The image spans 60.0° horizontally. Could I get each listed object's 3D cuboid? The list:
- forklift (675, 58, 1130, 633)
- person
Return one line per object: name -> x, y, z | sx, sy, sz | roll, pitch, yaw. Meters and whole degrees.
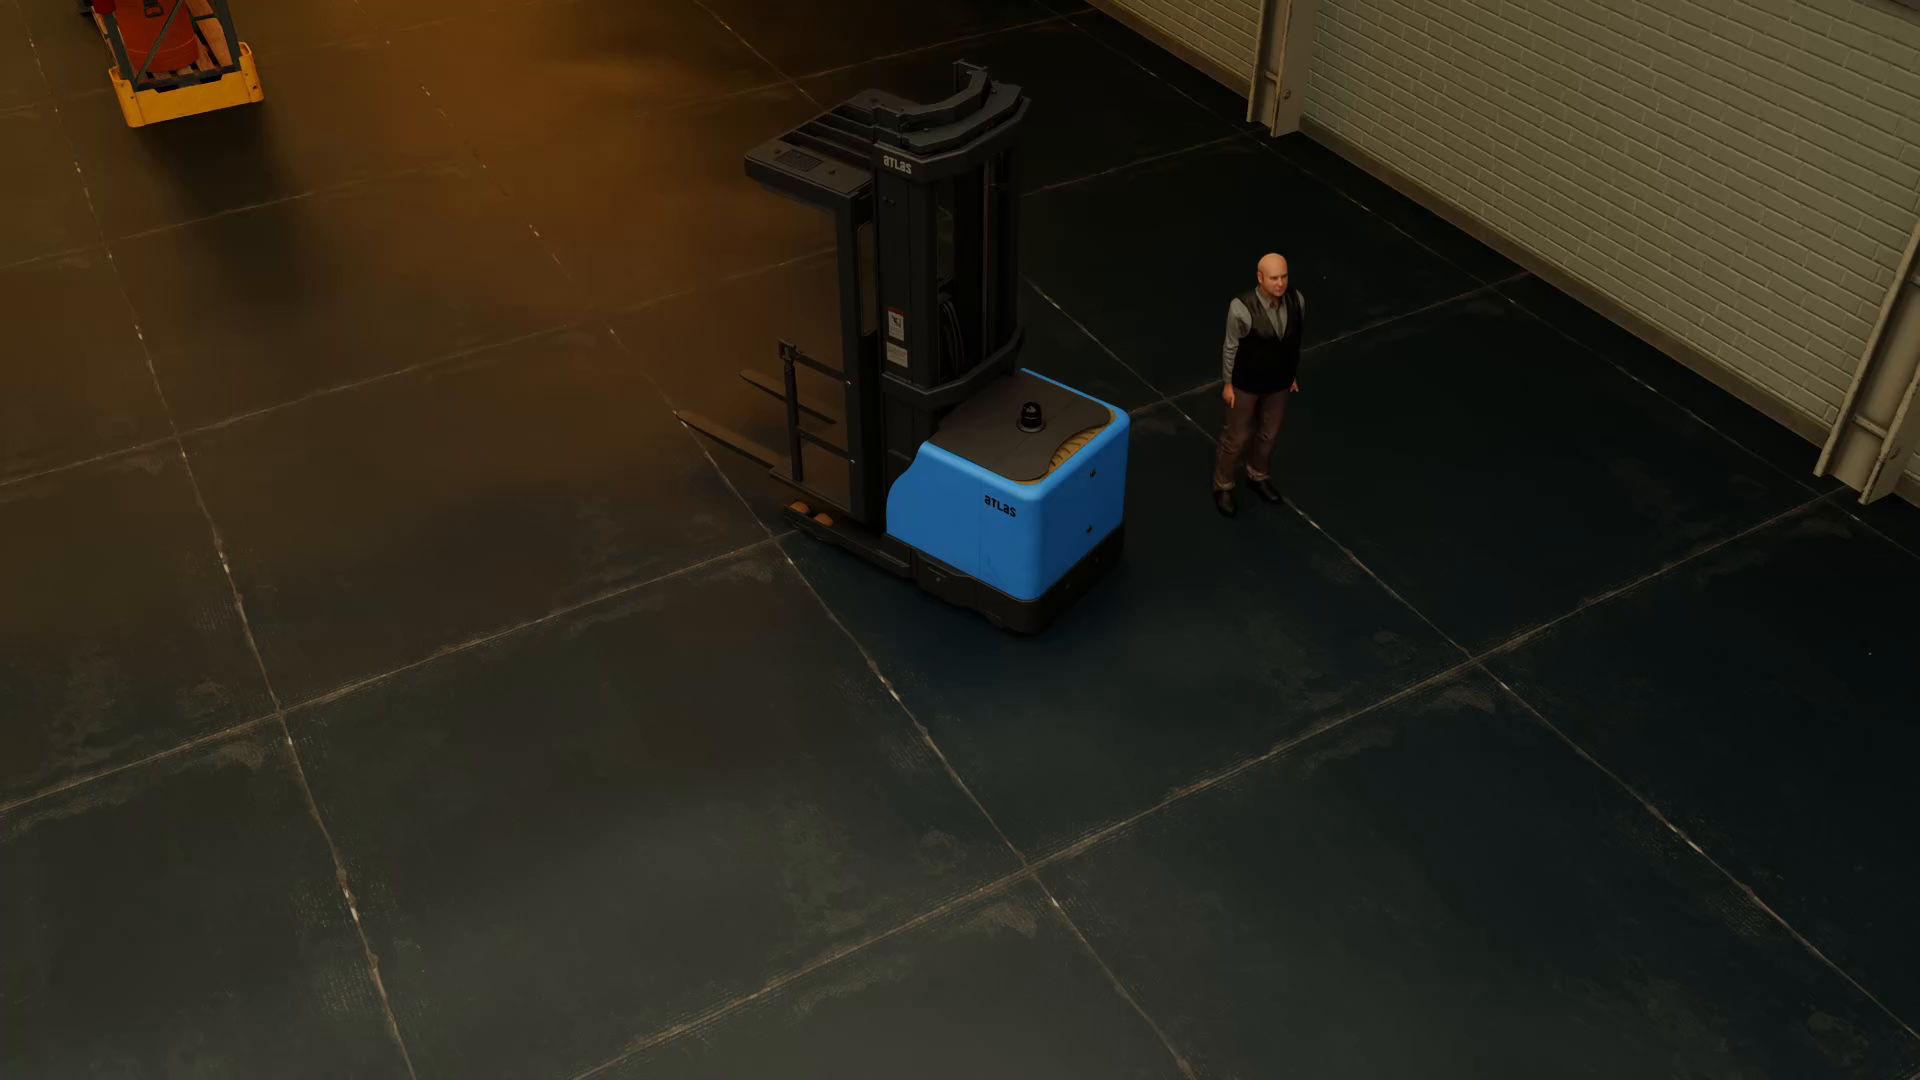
forklift -> -0.481, -1.366, 9.683 | 3.031, 2.935, 1.130 | 26, 46, 28
person -> 1.837, -0.928, 10.166 | 0.525, 1.643, 0.369 | -15, 42, -17
